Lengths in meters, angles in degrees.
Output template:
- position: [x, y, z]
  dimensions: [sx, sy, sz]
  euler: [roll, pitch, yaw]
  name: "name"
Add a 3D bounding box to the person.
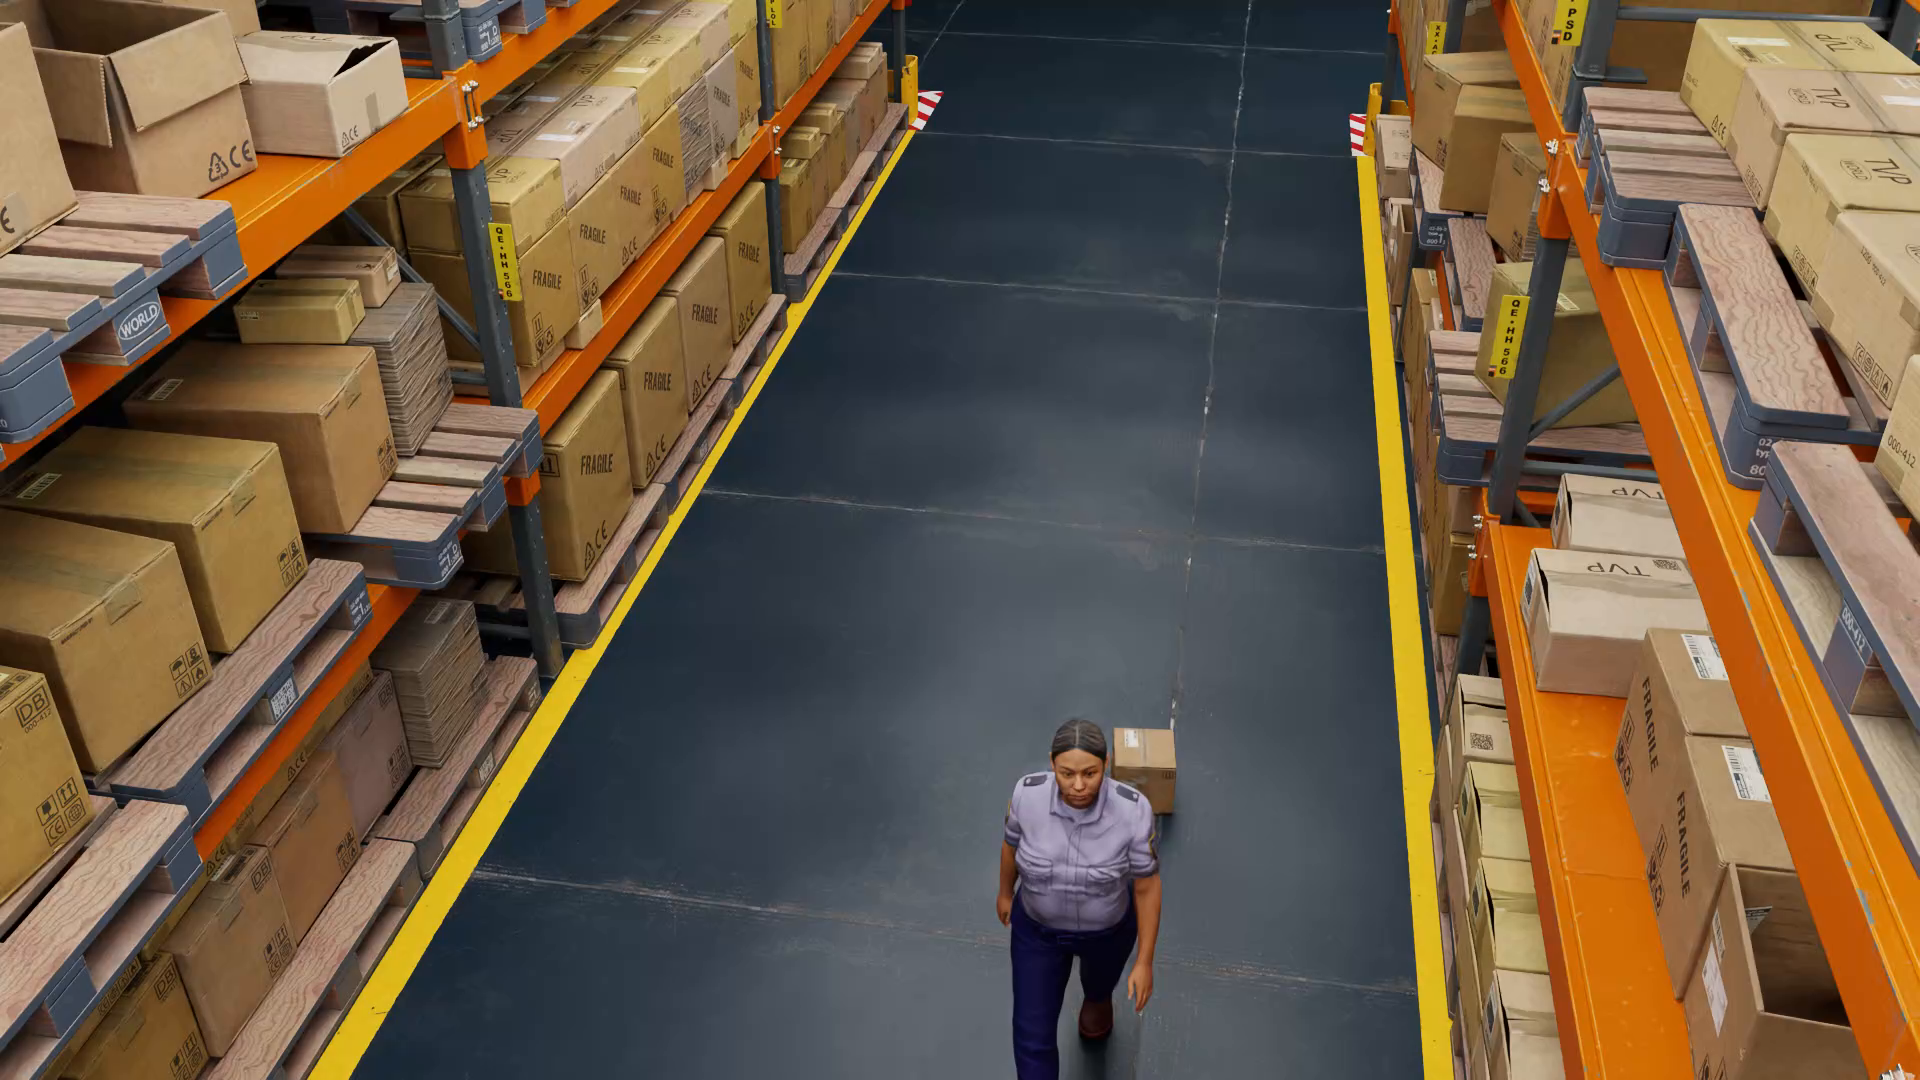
- position: [0.360, 1.223, 5.241]
  dimensions: [0.524, 1.589, 1.024]
  euler: [4, 33, 6]
  name: "person"
